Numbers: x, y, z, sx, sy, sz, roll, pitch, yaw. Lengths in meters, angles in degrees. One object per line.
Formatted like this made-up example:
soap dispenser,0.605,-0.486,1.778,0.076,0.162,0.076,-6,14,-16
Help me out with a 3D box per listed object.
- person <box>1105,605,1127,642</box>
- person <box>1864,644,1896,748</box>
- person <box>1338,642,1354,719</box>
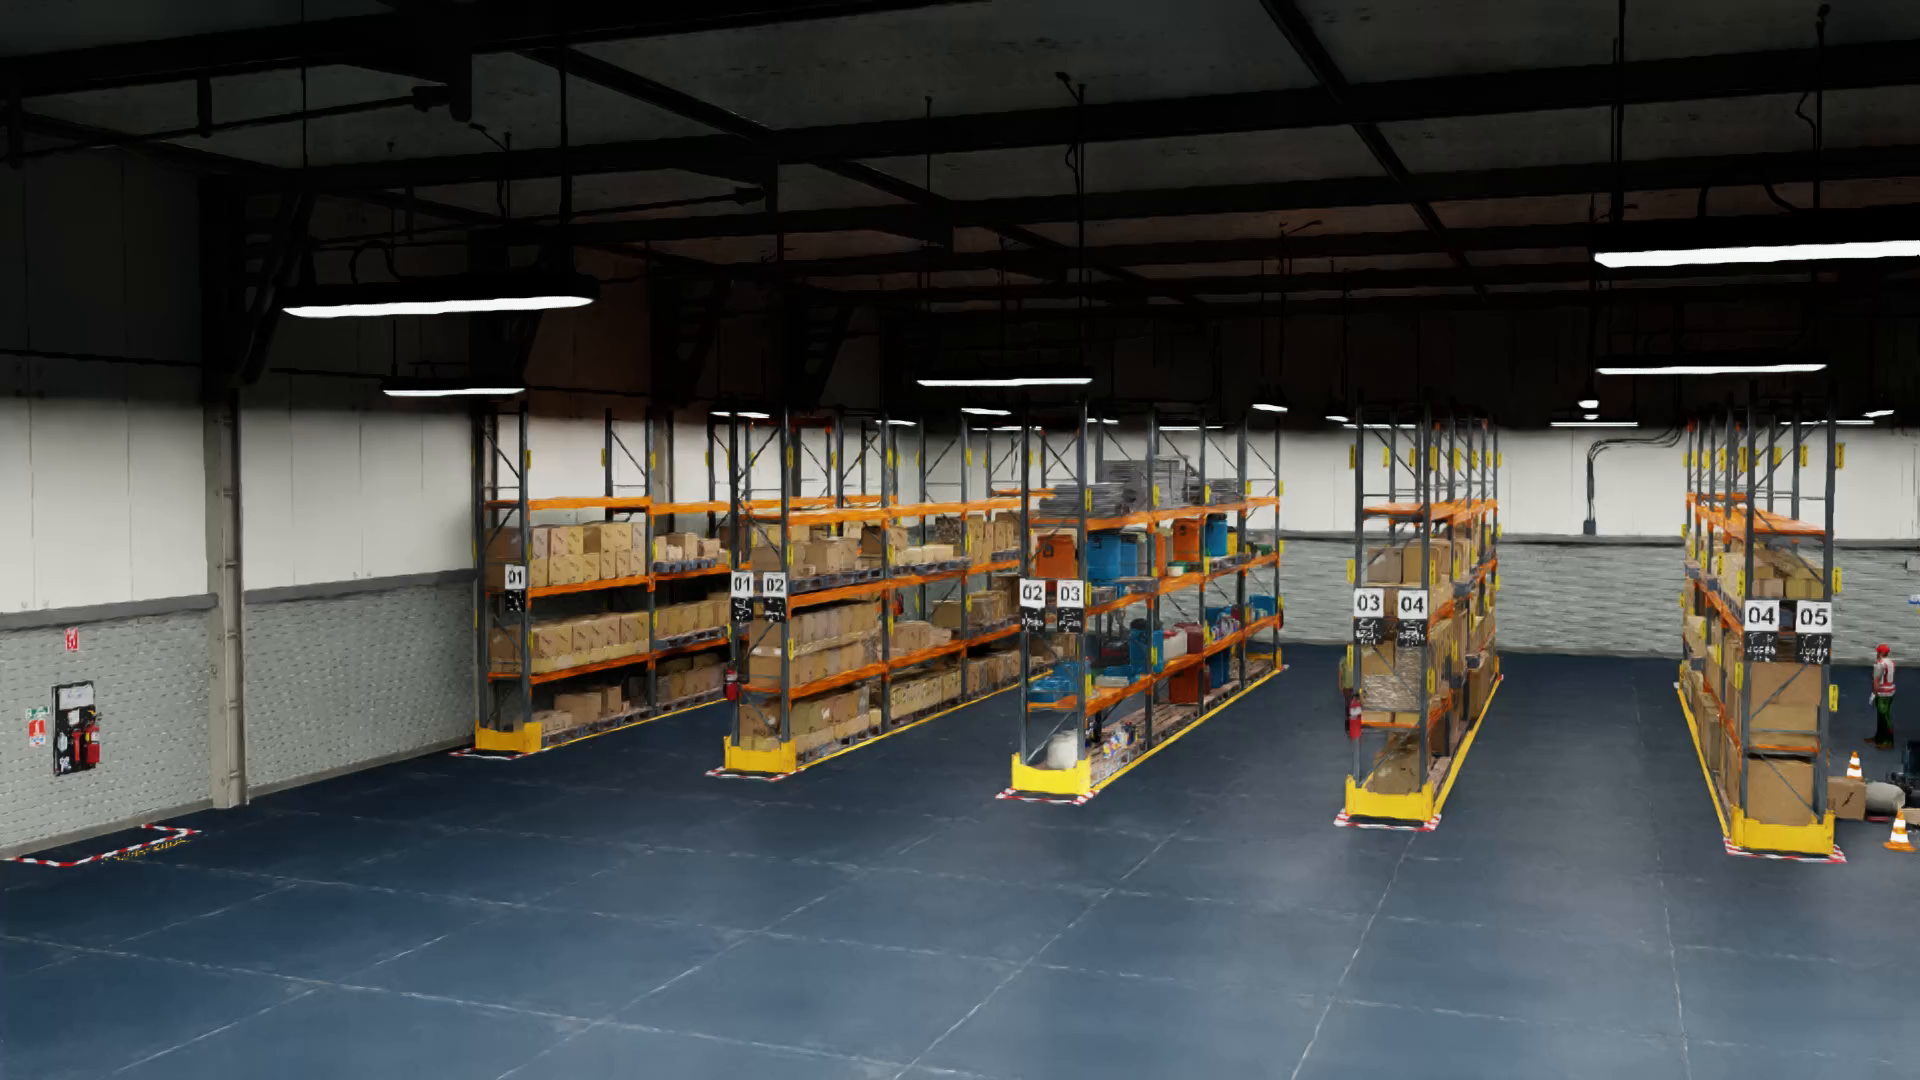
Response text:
person,4.256,1.994,45.489,0.621,1.574,0.828,0,3,4
person,15.988,2.687,28.882,0.655,1.785,0.577,-2,4,-41
person,7.248,2.688,30.885,0.448,1.588,1.110,1,3,23
